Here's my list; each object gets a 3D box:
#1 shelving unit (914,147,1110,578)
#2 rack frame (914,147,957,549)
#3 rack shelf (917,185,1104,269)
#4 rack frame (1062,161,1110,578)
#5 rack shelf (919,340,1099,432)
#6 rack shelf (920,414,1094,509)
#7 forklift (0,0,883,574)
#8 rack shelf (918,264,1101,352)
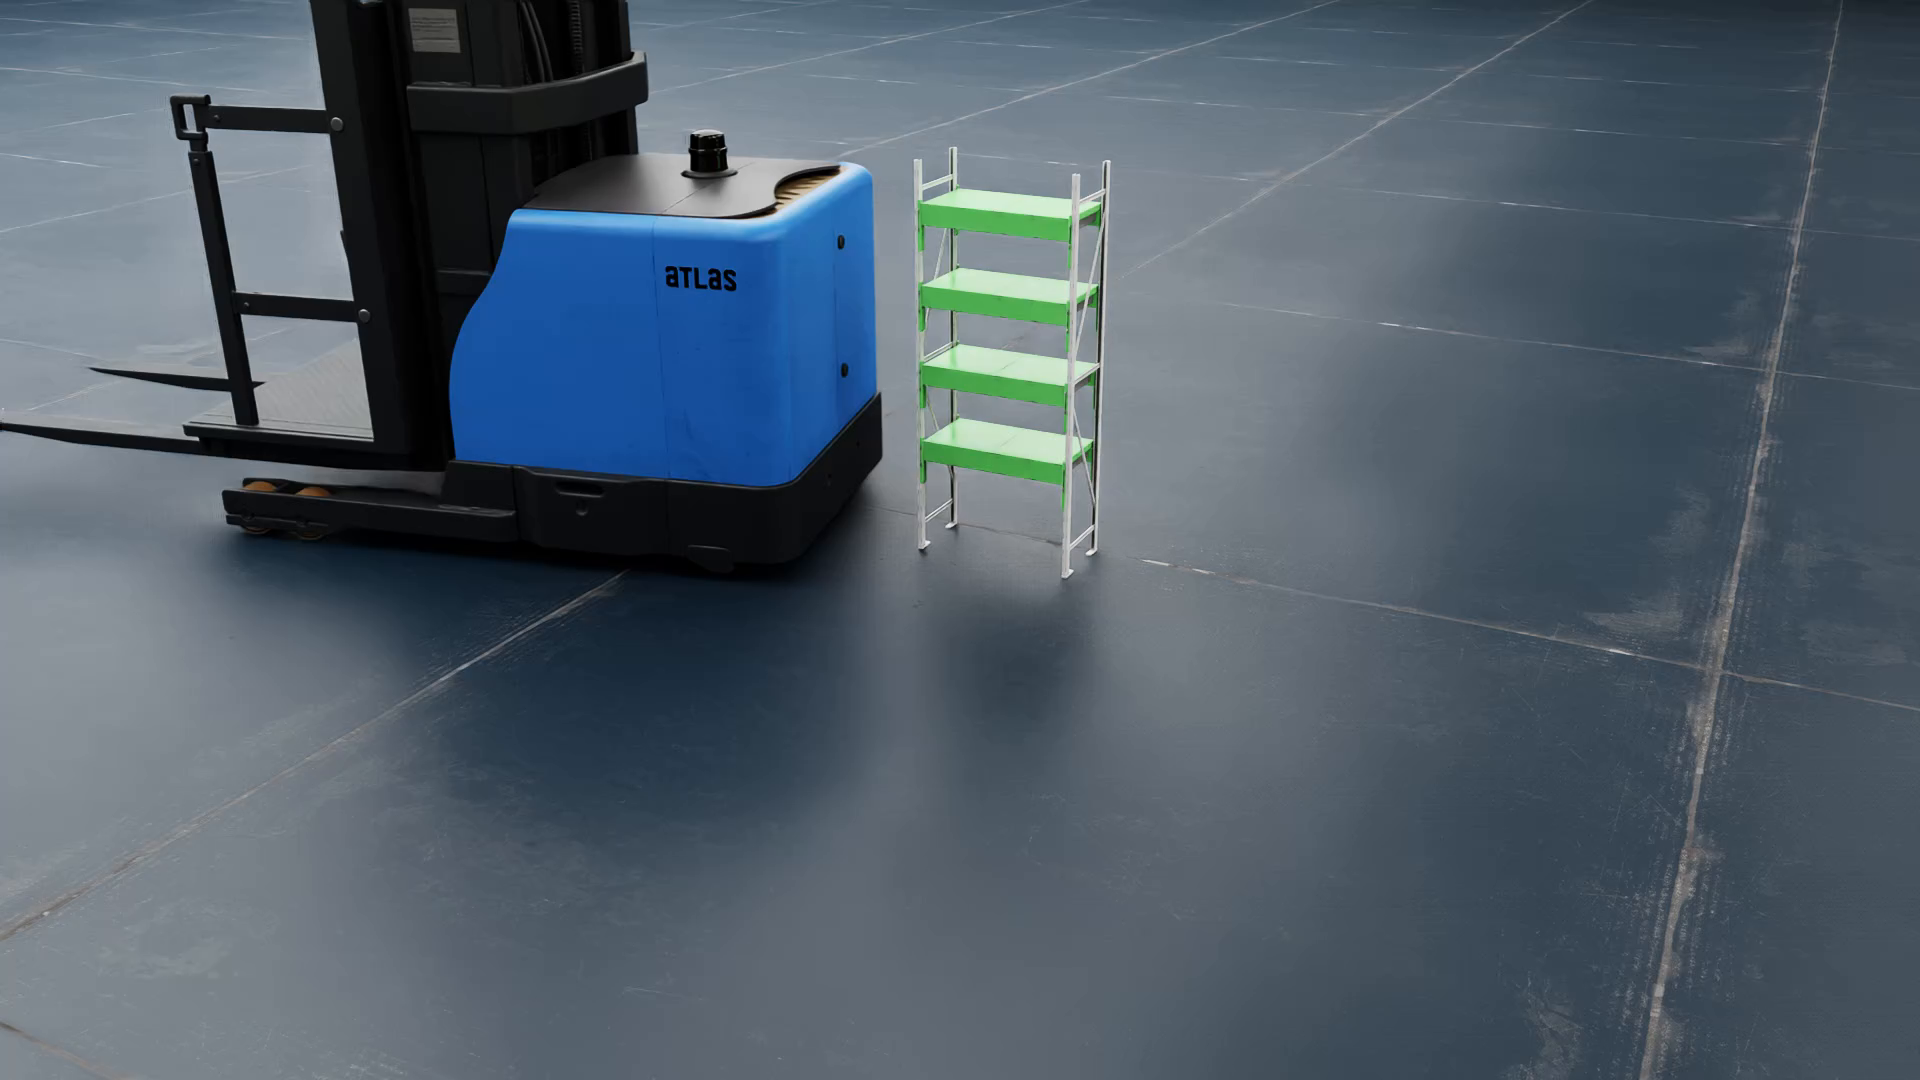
[{"bbox_3d":[0.148,-0.523,4.946,0.503,1.200,0.258,11,25,25],"label":"shelving unit"},{"bbox_3d":[-0.070,-0.566,5.048,0.015,1.200,0.240,11,25,25],"label":"rack frame"},{"bbox_3d":[0.148,-0.906,4.784,0.480,0.148,0.258,11,25,25],"label":"rack shelf"},{"bbox_3d":[0.365,-0.480,4.845,0.015,1.200,0.240,11,25,25],"label":"rack frame"},{"bbox_3d":[0.148,-0.464,4.971,0.480,0.148,0.258,11,25,25],"label":"rack shelf"},{"bbox_3d":[0.148,-0.243,5.065,0.480,0.148,0.258,11,25,25],"label":"rack shelf"},{"bbox_3d":[-1.841,-1.541,5.128,3.031,2.935,1.130,5,24,13],"label":"forklift"},{"bbox_3d":[0.148,-0.685,4.878,0.480,0.148,0.258,11,25,25],"label":"rack shelf"}]
